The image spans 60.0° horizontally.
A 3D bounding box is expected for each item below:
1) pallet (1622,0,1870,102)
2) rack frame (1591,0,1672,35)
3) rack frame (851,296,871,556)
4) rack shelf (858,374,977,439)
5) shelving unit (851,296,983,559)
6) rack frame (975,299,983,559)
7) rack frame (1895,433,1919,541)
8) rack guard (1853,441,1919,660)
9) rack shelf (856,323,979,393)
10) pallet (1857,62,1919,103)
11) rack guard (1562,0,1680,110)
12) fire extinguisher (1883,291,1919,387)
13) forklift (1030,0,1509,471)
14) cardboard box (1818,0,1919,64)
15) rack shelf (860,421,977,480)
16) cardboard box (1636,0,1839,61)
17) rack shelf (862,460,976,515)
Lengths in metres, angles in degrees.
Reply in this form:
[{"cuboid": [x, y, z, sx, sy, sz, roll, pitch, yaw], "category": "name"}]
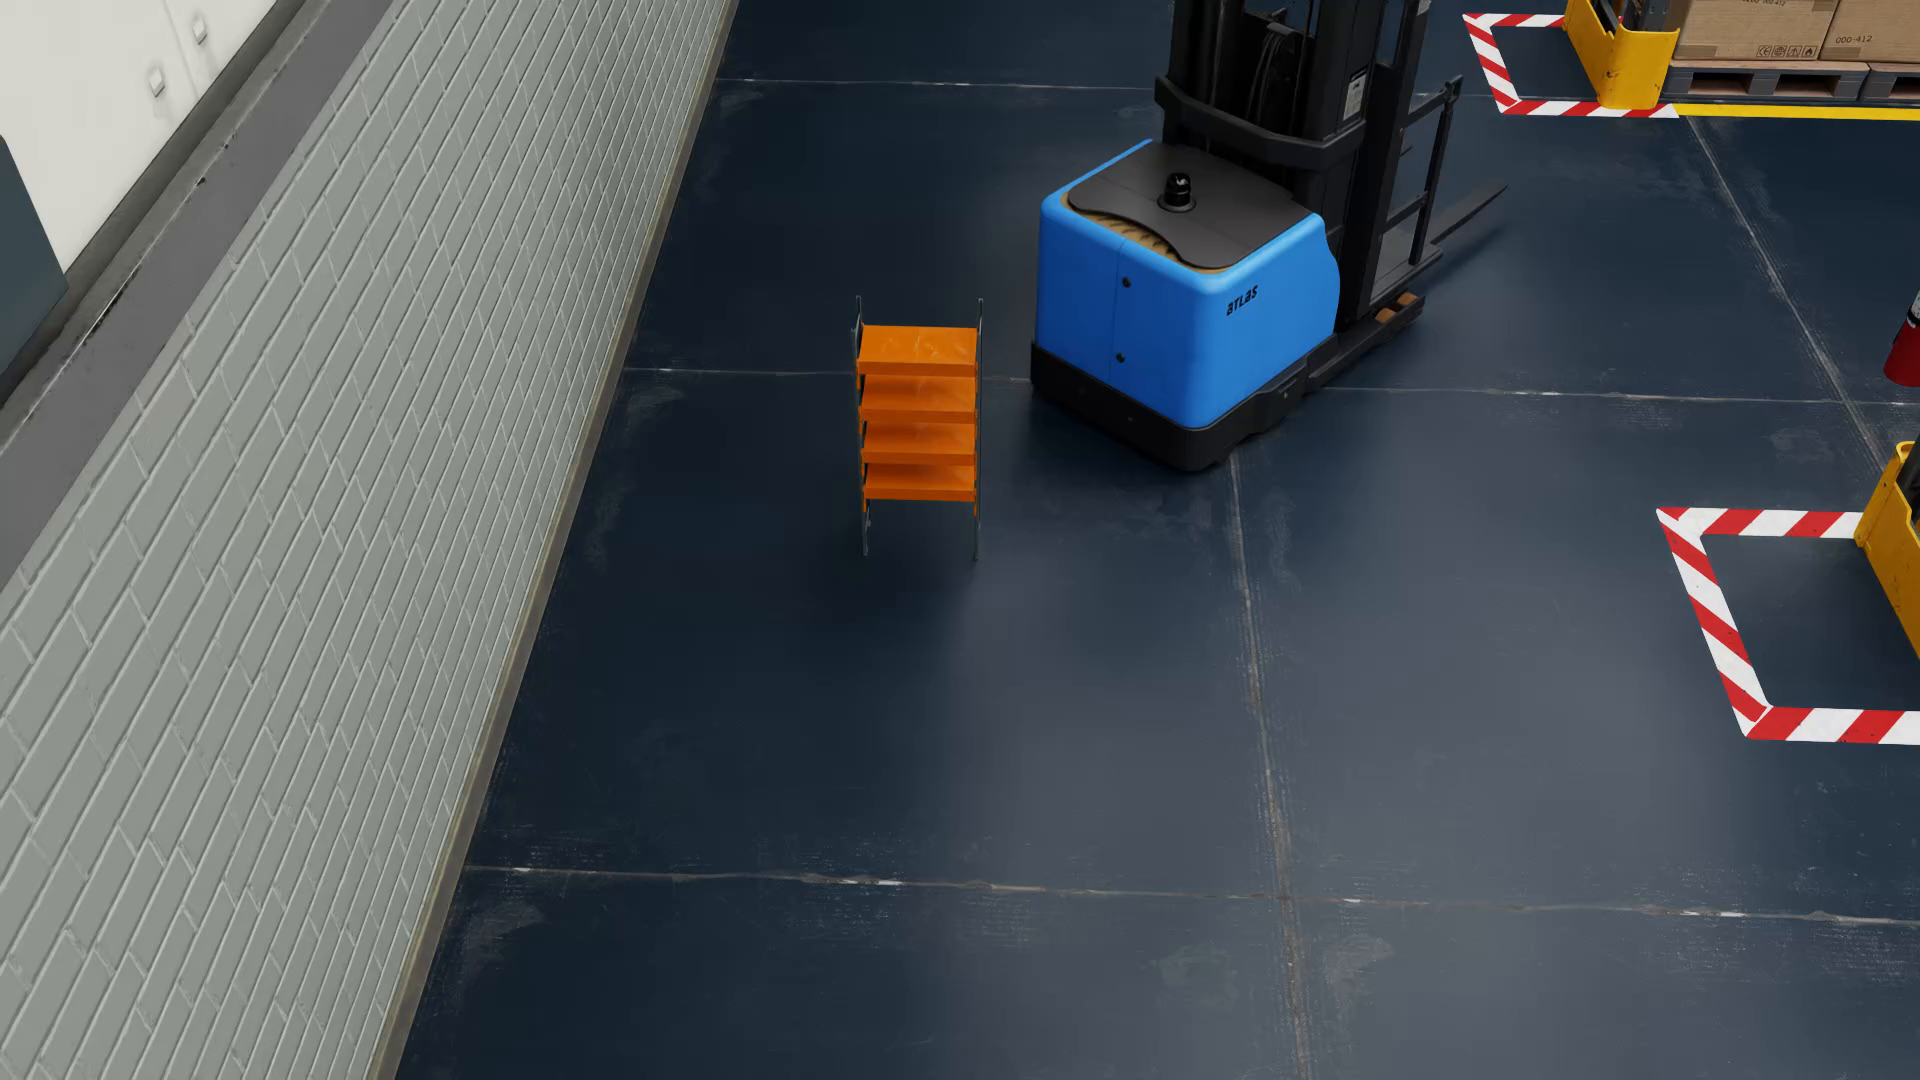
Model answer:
[{"cuboid": [4.945, -3.132, 10.543, 1.213, 0.211, 1.003, 2, 43, 2], "category": "pallet"}, {"cuboid": [4.143, -4.124, 9.561, 0.127, 3.000, 1.000, 2, 43, 2], "category": "rack frame"}, {"cuboid": [-0.409, -0.452, 6.940, 0.015, 1.200, 0.240, 2, 43, 2], "category": "rack frame"}, {"cuboid": [-0.165, -0.559, 6.825, 0.480, 0.148, 0.258, 2, 43, 2], "category": "rack shelf"}, {"cuboid": [-0.165, -0.444, 6.932, 0.503, 1.200, 0.258, 2, 43, 2], "category": "shelving unit"}, {"cuboid": [0.078, -0.437, 6.924, 0.015, 1.200, 0.240, 2, 43, 2], "category": "rack frame"}, {"cuboid": [4.021, -0.750, 5.940, 0.127, 3.000, 1.000, 2, 43, 2], "category": "rack frame"}, {"cuboid": [4.097, 0.167, 6.789, 0.348, 0.500, 1.175, 2, 43, 2], "category": "rack guard"}, {"cuboid": [-0.165, -0.732, 6.664, 0.480, 0.148, 0.258, 2, 43, 2], "category": "rack shelf"}, {"cuboid": [6.161, -3.093, 10.500, 1.213, 0.211, 1.003, 2, 43, 2], "category": "pallet"}, {"cuboid": [4.119, -3.210, 10.414, 0.348, 0.500, 1.175, 2, 43, 2], "category": "rack guard"}, {"cuboid": [3.790, -0.907, 6.439, 0.183, 0.674, 0.296, 2, 43, 2], "category": "fire extinguisher"}, {"cuboid": [1.725, -2.294, 7.648, 1.130, 2.935, 3.031, 33, 52, 30], "category": "forklift"}, {"cuboid": [5.721, -3.365, 10.319, 0.875, 0.438, 0.875, 3, 43, 3], "category": "cardboard box"}, {"cuboid": [-0.165, -0.395, 6.978, 0.480, 0.148, 0.258, 2, 43, 2], "category": "rack shelf"}, {"cuboid": [4.807, -3.388, 10.343, 0.875, 0.438, 0.875, 0, 43, 0], "category": "cardboard box"}, {"cuboid": [-0.165, -0.250, 7.113, 0.480, 0.148, 0.258, 2, 43, 2], "category": "rack shelf"}]
